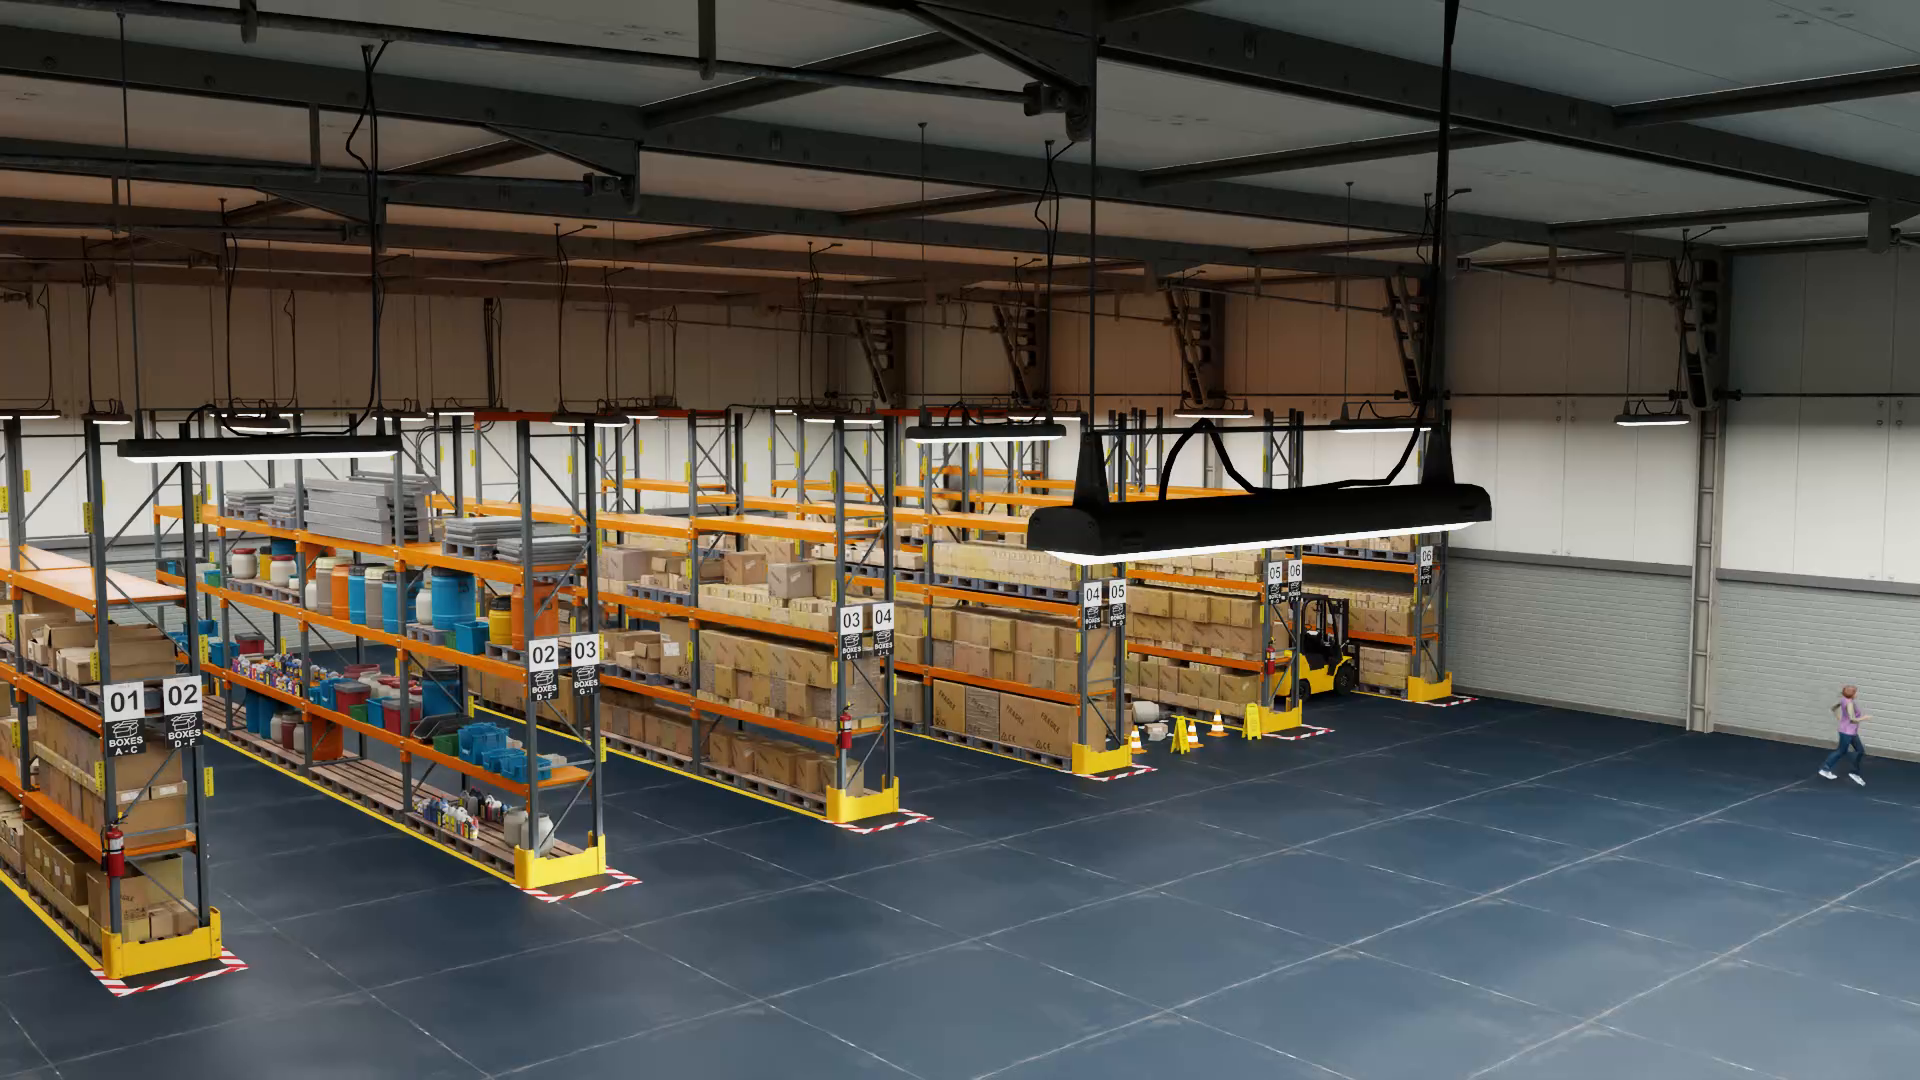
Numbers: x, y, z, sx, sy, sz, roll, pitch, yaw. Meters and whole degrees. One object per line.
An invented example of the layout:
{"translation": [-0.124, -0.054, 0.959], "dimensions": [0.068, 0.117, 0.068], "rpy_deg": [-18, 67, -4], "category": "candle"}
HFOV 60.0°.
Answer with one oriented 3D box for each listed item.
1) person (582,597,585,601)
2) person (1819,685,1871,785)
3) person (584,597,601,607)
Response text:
{"translation": [-8.723, 2.124, 38.052], "dimensions": [0.674, 1.764, 0.785], "rpy_deg": [-3, 6, -29], "category": "person"}
{"translation": [14.368, 3.204, 26.991], "dimensions": [0.706, 1.545, 0.509], "rpy_deg": [3, 6, 29], "category": "person"}
{"translation": [-9.069, 1.899, 40.716], "dimensions": [0.666, 1.803, 0.597], "rpy_deg": [5, 7, 43], "category": "person"}
